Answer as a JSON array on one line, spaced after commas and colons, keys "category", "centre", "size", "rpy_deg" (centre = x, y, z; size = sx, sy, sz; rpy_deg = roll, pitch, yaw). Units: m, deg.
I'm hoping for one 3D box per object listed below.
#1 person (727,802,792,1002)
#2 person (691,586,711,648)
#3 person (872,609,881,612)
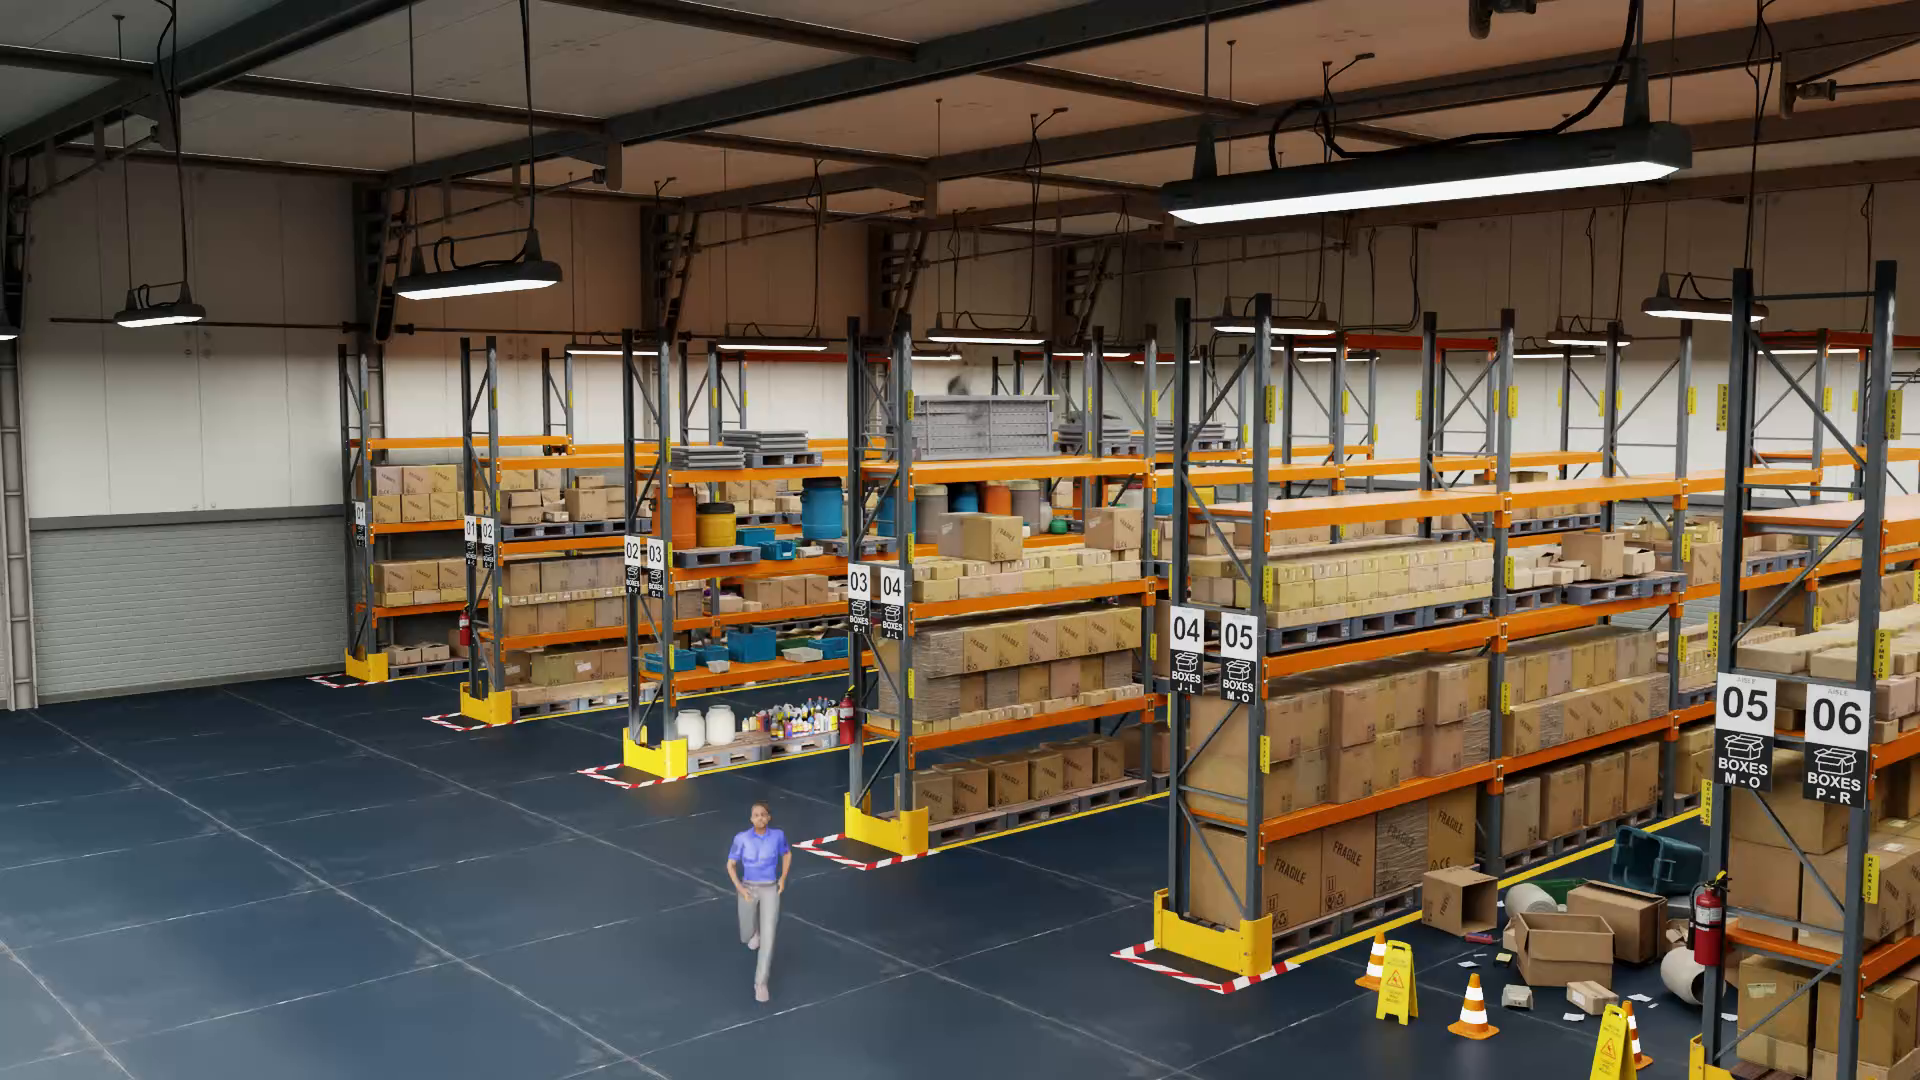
[{"category": "person", "centre": [-1.742, 3.086, 14.468], "size": [0.559, 1.631, 0.877], "rpy_deg": [0, 5, -4]}, {"category": "person", "centre": [-4.925, 1.493, 31.189], "size": [0.729, 1.821, 0.674], "rpy_deg": [-5, 7, -44]}, {"category": "person", "centre": [-1.864, 1.148, 34.734], "size": [0.700, 1.760, 1.017], "rpy_deg": [4, 7, 39]}]
